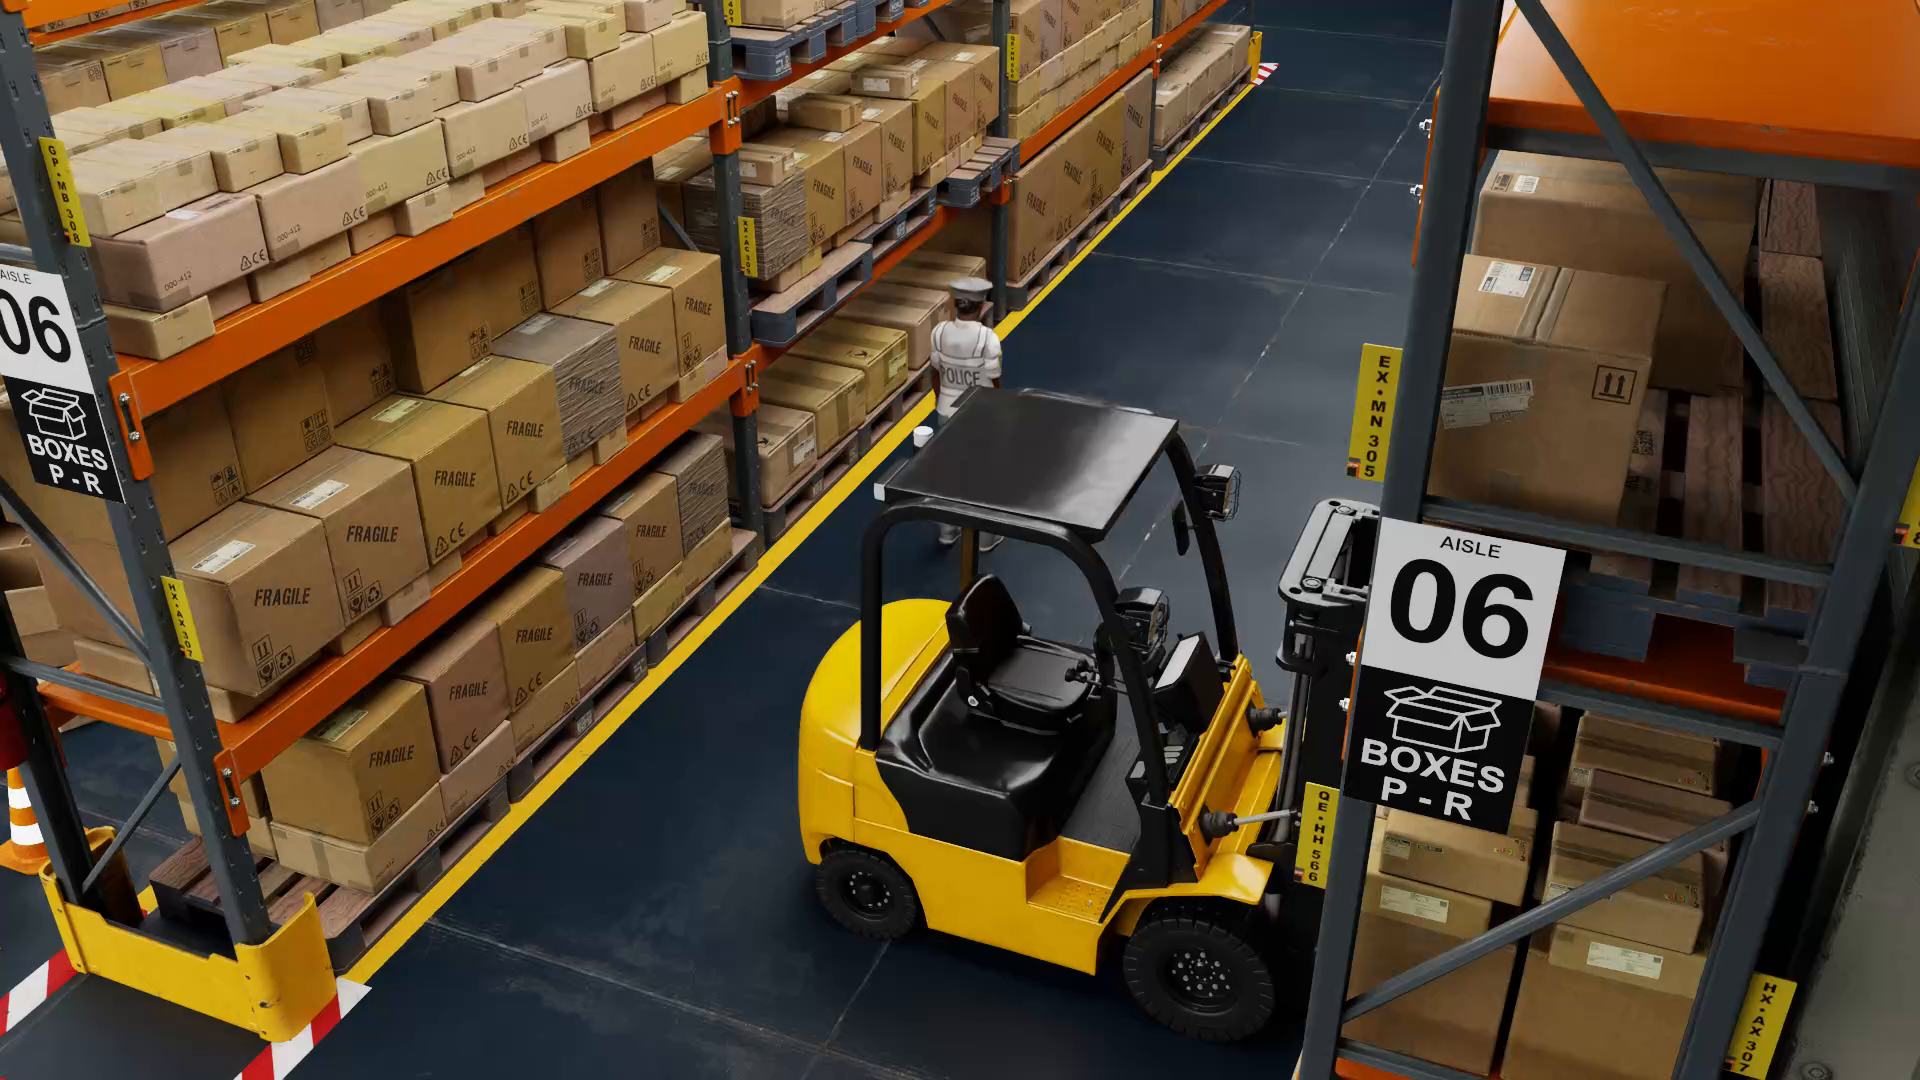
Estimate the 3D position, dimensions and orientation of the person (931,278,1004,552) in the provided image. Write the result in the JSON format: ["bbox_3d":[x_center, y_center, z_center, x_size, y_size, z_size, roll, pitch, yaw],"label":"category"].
[{"bbox_3d":[0.042,-0.716,9.664,0.443,1.652,0.351,12,32,20],"label":"person"}]
